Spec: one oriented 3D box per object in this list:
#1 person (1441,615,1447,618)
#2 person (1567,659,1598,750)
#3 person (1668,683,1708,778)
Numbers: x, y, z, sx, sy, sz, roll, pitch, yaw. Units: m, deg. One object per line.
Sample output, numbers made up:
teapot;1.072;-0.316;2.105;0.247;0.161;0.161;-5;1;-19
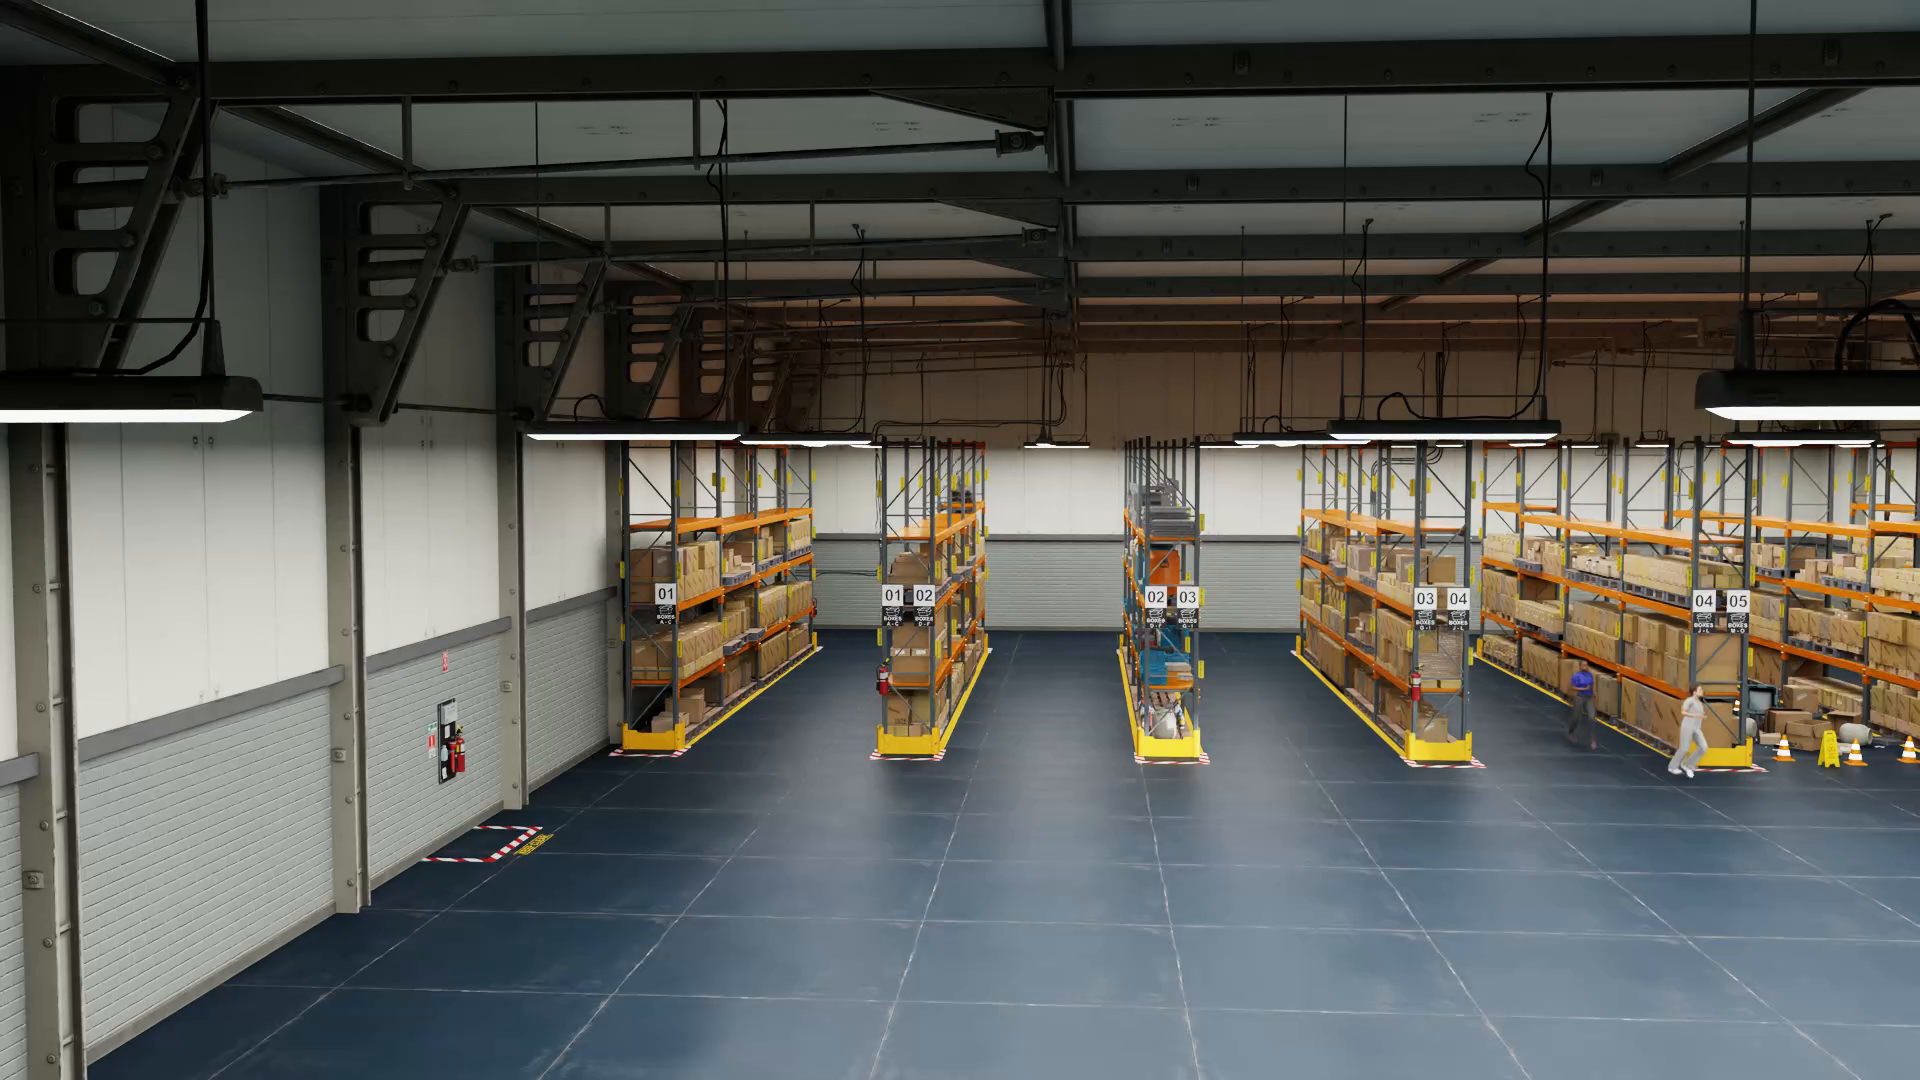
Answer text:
person;13.139;2.415;45.942;0.706;1.722;0.561;2;3;27
person;12.084;3.157;32.237;0.559;1.692;0.856;0;3;-6
person;12.900;3.344;29.257;0.575;1.654;0.652;-1;3;-26
